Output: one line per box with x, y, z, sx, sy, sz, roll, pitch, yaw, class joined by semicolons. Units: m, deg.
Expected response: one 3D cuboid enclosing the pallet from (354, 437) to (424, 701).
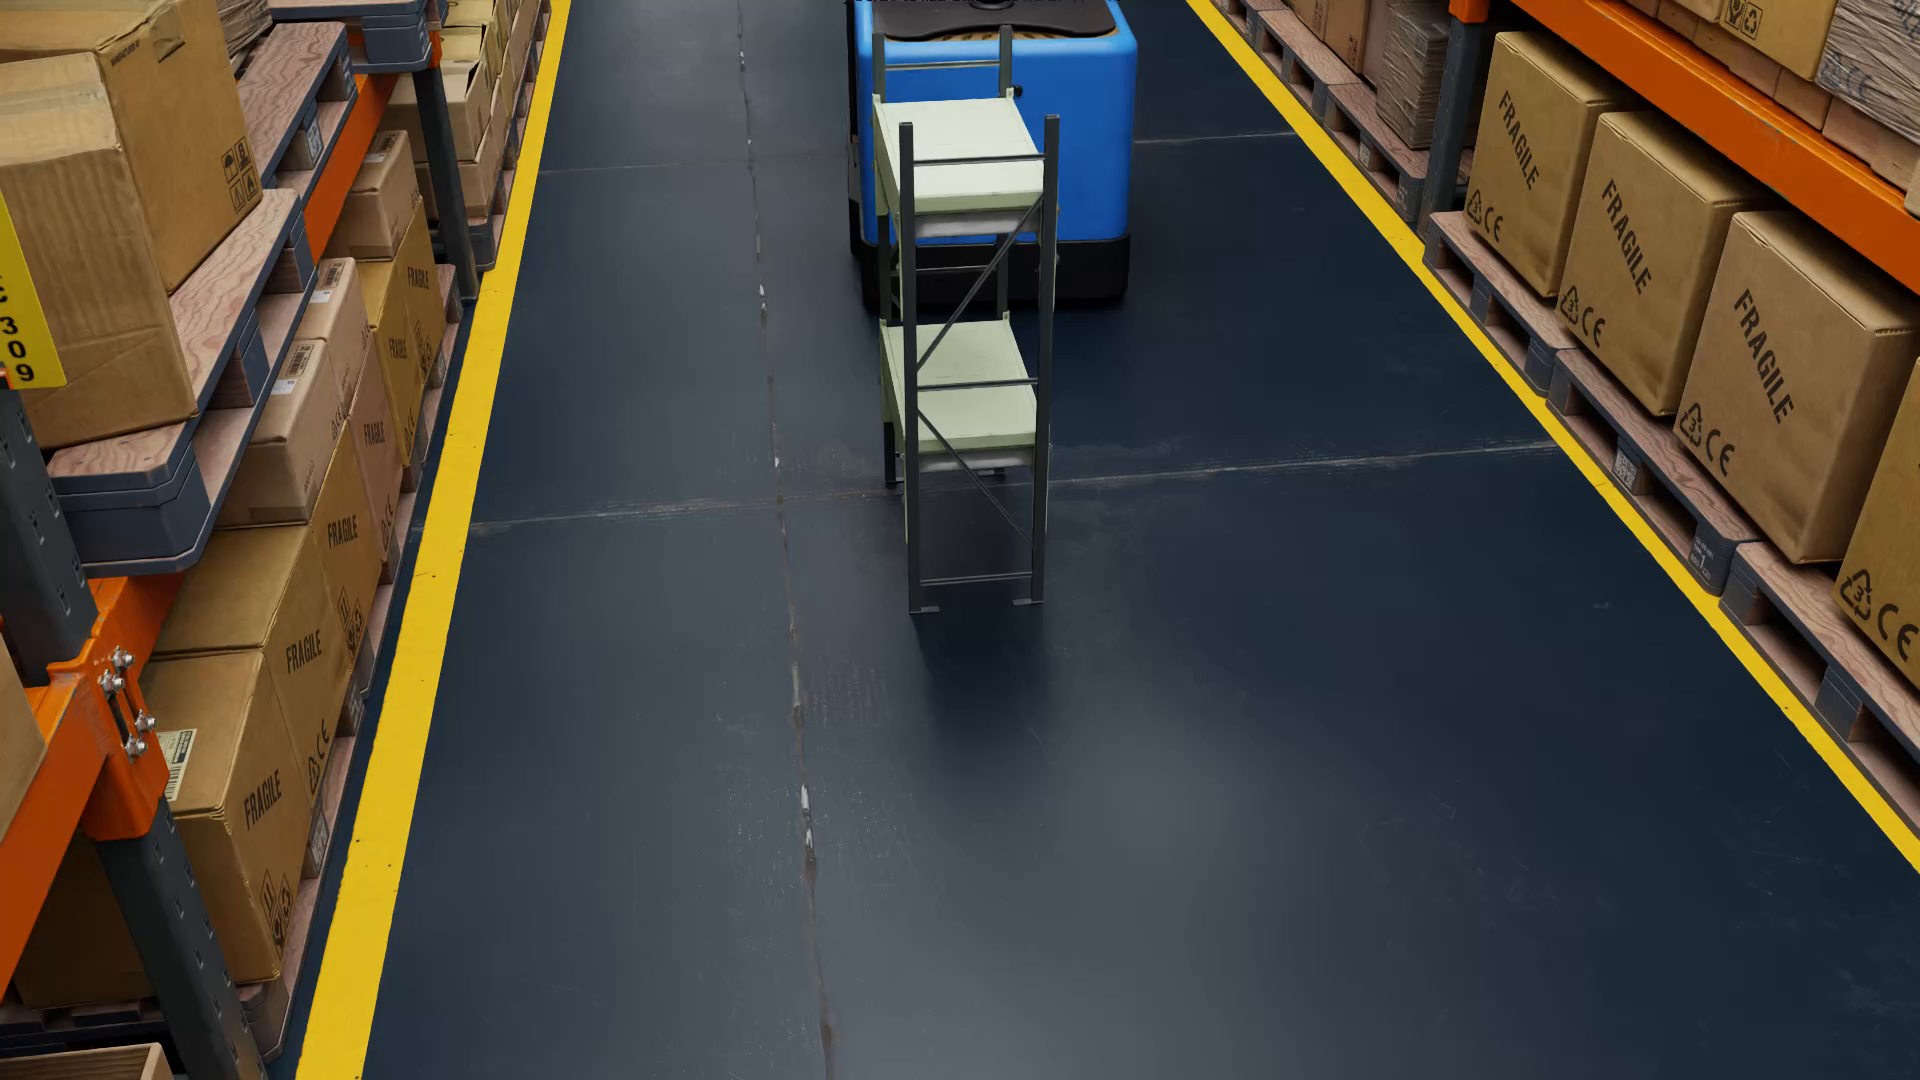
-2.210;0.064;4.968;1.003;0.211;1.213;-4;35;-6;pallet

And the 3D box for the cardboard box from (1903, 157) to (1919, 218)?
2.545;-0.834;4.015;0.380;0.149;0.250;-4;35;-6;cardboard box

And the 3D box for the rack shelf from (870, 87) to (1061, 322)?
-0.001;-0.946;4.613;0.431;0.370;0.720;-4;35;-6;rack shelf

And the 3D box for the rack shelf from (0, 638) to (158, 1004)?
-1.627;1.459;1.085;1.077;0.370;4.000;-4;35;-6;rack shelf

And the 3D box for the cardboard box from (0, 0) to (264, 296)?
-1.893;-0.830;3.342;0.700;0.500;0.500;1;34;1;cardboard box

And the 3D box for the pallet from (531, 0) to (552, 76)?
-2.834;-2.859;9.257;1.003;0.211;1.213;-4;35;-6;pallet

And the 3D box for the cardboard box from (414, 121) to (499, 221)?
-2.213;-1.539;6.913;0.500;0.250;0.500;-4;35;-7;cardboard box

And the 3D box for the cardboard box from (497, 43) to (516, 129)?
-2.358;-2.109;7.749;0.500;0.250;0.500;-5;35;-8;cardboard box

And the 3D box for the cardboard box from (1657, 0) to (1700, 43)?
2.466;-1.696;5.281;0.380;0.149;0.250;-4;34;-5;cardboard box

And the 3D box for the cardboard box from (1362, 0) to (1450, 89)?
2.372;-2.407;7.948;0.700;0.500;0.500;-4;35;-6;cardboard box

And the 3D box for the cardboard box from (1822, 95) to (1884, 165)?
2.559;-1.116;4.429;0.380;0.149;0.250;-5;35;-8;cardboard box

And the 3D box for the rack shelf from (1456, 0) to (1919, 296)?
2.743;-1.151;4.914;1.077;0.370;4.000;-4;35;-6;rack shelf

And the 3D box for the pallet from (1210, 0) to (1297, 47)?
2.042;-3.210;9.772;1.003;0.211;1.213;-4;35;-6;pallet

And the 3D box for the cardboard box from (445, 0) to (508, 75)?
-2.359;-2.348;7.602;0.500;0.311;0.500;-5;35;-8;cardboard box

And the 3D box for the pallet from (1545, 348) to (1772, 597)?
2.666;-0.287;5.484;1.003;0.211;1.213;-4;35;-6;pallet

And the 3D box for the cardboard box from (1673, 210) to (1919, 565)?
2.673;-0.466;4.806;0.750;0.750;0.750;-3;34;-5;cardboard box

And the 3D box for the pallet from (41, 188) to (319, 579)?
-1.895;-0.330;3.241;1.003;0.211;1.213;-4;35;-6;pallet

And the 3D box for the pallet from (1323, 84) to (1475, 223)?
2.371;-1.848;7.774;1.003;0.211;1.213;-4;35;-6;pallet

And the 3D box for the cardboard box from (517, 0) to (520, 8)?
-2.492;-2.915;8.435;0.500;0.311;0.500;-4;35;-7;cardboard box

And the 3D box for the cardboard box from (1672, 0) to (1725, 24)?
2.413;-1.876;4.969;0.500;0.500;0.500;-5;35;-7;cardboard box

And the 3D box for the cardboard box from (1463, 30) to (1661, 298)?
2.443;-1.429;6.219;0.750;0.750;0.750;-5;35;-7;cardboard box

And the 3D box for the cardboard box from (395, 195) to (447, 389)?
-2.076;-0.832;5.636;0.500;0.500;0.500;-3;34;-5;cardboard box

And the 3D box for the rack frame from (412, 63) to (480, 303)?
-2.434;-2.187;5.795;1.000;3.000;0.127;-4;35;-6;rack frame

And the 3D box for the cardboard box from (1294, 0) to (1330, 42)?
2.199;-2.963;8.764;0.700;0.500;0.500;-4;34;-6;cardboard box

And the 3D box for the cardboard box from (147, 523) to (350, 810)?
-1.802;0.311;3.959;0.500;0.500;0.500;-4;34;-6;cardboard box

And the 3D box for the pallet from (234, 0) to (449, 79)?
-2.273;-1.735;5.302;1.213;0.211;1.003;-4;35;-6;pallet

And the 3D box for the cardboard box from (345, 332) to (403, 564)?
-1.930;-0.250;4.783;0.500;0.500;0.500;-6;35;-8;cardboard box

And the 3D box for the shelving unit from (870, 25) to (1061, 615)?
-0.001;-0.623;4.833;0.431;1.500;0.755;-4;35;-6;shelving unit

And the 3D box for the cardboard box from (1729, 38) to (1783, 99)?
2.506;-1.412;4.864;0.380;0.149;0.250;-4;34;-6;cardboard box

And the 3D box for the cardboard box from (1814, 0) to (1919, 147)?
2.563;-1.308;4.135;0.500;0.500;0.500;-4;35;-6;cardboard box

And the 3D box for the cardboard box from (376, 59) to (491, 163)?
-2.213;-1.770;6.755;0.500;0.311;0.500;-3;34;-5;cardboard box

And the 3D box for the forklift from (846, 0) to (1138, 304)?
0.037;-2.935;6.954;1.130;2.935;3.031;-2;34;-4;forklift

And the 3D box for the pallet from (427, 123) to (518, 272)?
-2.506;-1.497;7.259;1.003;0.211;1.213;-4;35;-6;pallet

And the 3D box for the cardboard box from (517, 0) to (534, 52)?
-2.493;-2.679;8.586;0.500;0.250;0.500;-4;34;-5;cardboard box

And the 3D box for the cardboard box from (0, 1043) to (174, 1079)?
-1.538;1.193;2.665;0.500;0.500;0.500;-4;35;-6;cardboard box

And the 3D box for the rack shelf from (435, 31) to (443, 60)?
-2.703;-3.006;7.636;1.077;0.370;4.000;-4;35;-6;rack shelf

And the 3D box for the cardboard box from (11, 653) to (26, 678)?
-2.305;0.366;3.878;0.500;0.500;0.500;-4;35;-6;cardboard box

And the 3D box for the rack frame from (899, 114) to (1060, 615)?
0.048;-0.419;4.533;0.400;1.500;0.023;-4;35;-6;rack frame

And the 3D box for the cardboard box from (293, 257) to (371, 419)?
-1.922;-0.540;4.542;0.500;0.250;0.500;-5;35;-7;cardboard box
